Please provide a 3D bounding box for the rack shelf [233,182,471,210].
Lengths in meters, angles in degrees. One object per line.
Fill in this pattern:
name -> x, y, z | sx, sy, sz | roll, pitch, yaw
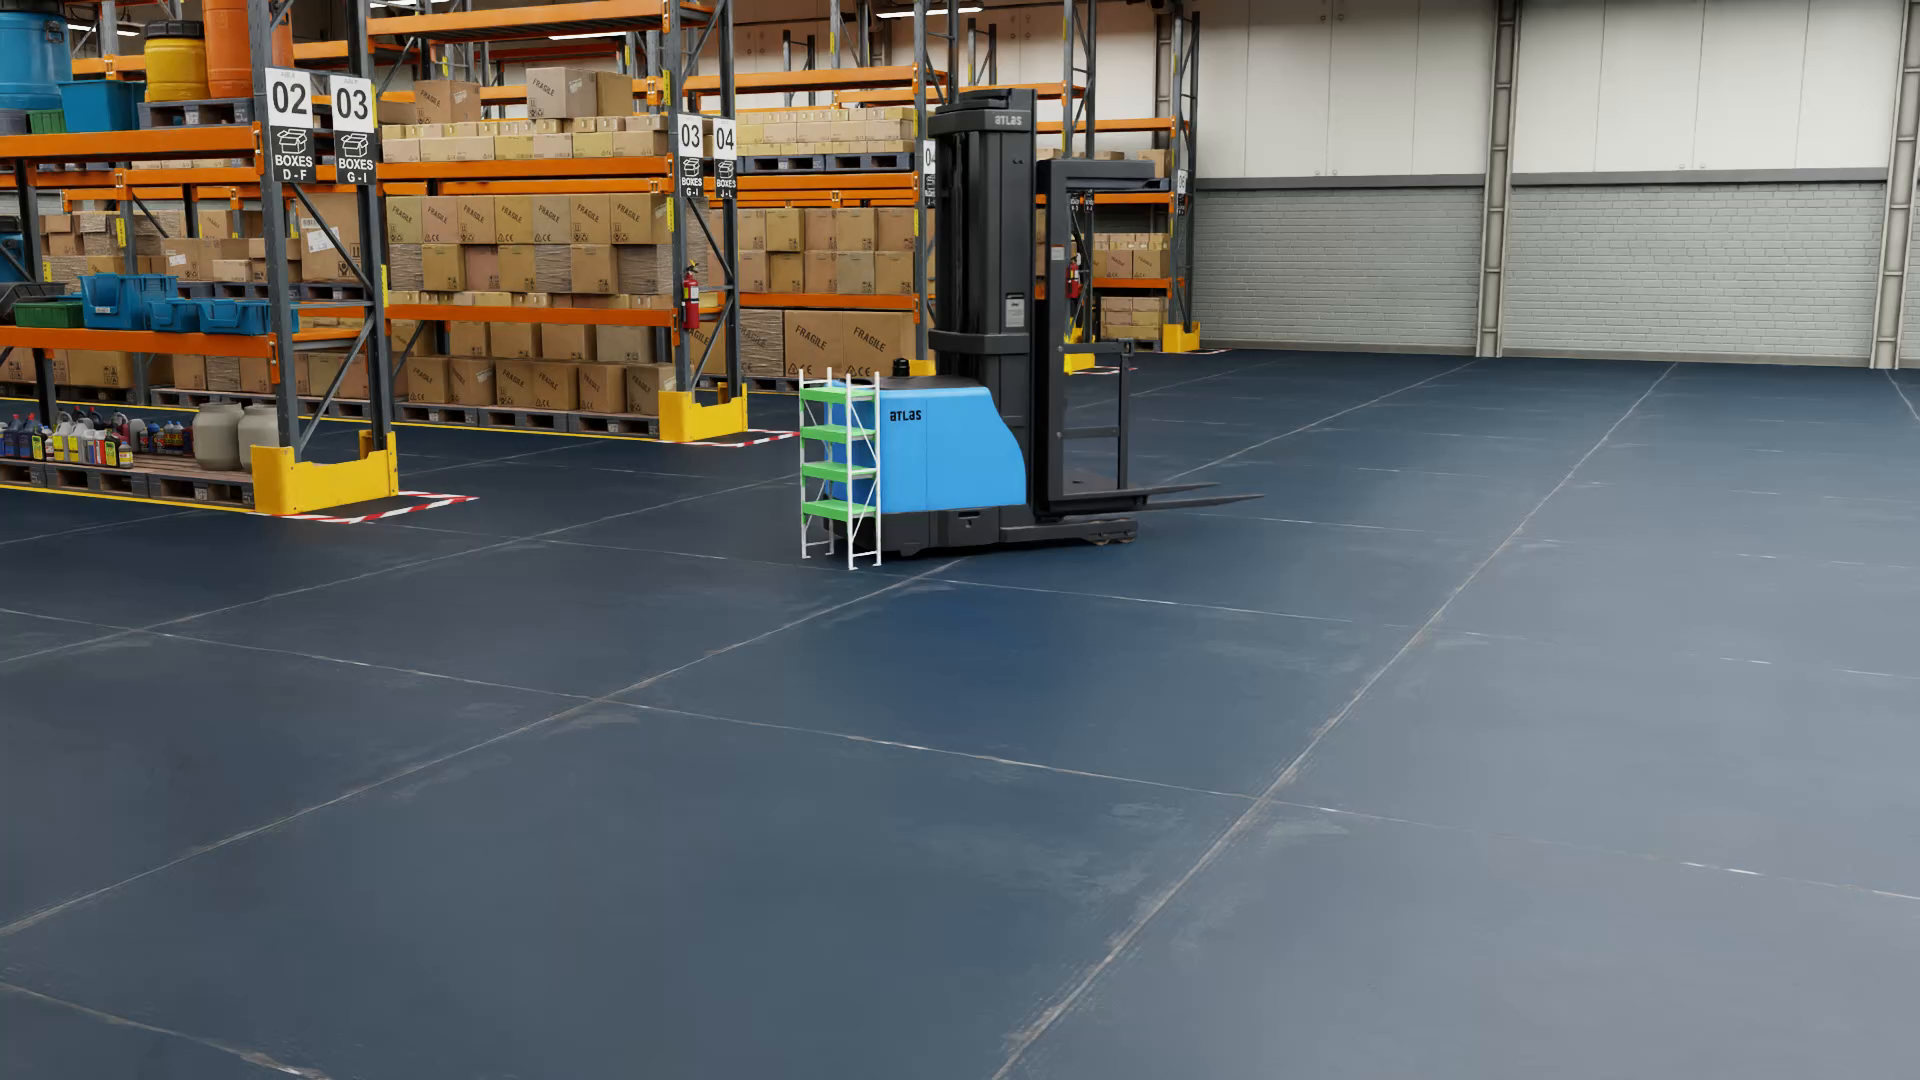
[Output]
rack shelf -> -9.257, -5.247, 25.399 | 4.000, 0.370, 1.077 | 5, 11, 26

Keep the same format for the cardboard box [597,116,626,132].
cardboard box -> -3.437, -4.167, 16.710 | 0.250, 0.149, 0.380 | 4, 11, 23

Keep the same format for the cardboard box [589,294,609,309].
cardboard box -> -3.609, -2.473, 17.174 | 0.250, 0.149, 0.380 | 5, 11, 26

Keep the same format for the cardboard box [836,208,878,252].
cardboard box -> -1.138, -4.007, 21.492 | 0.550, 0.550, 0.875 | 5, 11, 26

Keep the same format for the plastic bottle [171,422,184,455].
plastic bottle -> -6.561, -0.856, 13.962 | 0.097, 0.271, 0.097 | 0, 10, 0

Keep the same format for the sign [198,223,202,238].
sign -> -9.517, -3.802, 20.785 | 0.005, 0.325, 0.100 | 5, 11, 26

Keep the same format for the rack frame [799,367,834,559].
rack frame -> -0.911, -0.488, 10.555 | 0.240, 1.200, 0.015 | -9, 13, -40

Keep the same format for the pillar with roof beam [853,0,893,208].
pillar with roof beam -> -3.507, -7.865, 29.419 | 0.548, 9.000, 9.100 | 5, 11, 26

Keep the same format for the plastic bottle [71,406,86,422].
plastic bottle -> -7.648, -0.986, 14.456 | 0.185, 0.351, 0.144 | 5, 11, 24

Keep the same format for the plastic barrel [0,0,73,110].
plastic barrel -> -7.508, -3.911, 13.409 | 0.708, 0.901, 0.600 | 5, 11, 26

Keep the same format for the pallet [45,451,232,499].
pallet -> -6.671, -0.550, 13.675 | 1.213, 0.211, 1.003 | 5, 11, 26

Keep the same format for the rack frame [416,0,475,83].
rack frame -> -7.463, -6.920, 24.197 | 0.127, 3.000, 1.000 | 5, 11, 26

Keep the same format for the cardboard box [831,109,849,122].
cardboard box -> -1.427, -5.371, 21.066 | 0.250, 0.149, 0.380 | 5, 12, 27

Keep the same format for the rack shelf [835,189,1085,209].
rack shelf -> 0.017, -5.416, 26.328 | 4.000, 0.370, 1.077 | 5, 11, 26

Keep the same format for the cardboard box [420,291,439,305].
cardboard box -> -5.647, -2.643, 18.115 | 0.250, 0.149, 0.380 | 5, 11, 26

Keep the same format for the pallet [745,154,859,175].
pallet -> -2.057, -4.922, 21.832 | 1.213, 0.211, 1.003 | 5, 11, 26

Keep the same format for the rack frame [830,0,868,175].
rack frame -> -1.776, -7.403, 26.867 | 0.127, 3.000, 1.000 | 5, 11, 26

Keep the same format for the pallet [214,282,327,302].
pallet -> -7.955, -2.940, 19.589 | 1.213, 0.211, 1.003 | 5, 11, 26

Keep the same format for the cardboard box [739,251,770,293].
cardboard box -> -2.604, -3.598, 22.267 | 0.550, 0.550, 0.875 | 5, 11, 26

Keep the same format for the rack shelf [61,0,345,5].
rack shelf -> -6.559, -4.321, 12.980 | 4.000, 0.370, 1.077 | 5, 11, 26

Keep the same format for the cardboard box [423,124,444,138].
cardboard box -> -5.502, -4.357, 17.761 | 0.250, 0.149, 0.380 | 5, 11, 26

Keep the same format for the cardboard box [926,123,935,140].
cardboard box -> -0.608, -5.221, 21.358 | 0.500, 0.250, 0.500 | 5, 11, 26

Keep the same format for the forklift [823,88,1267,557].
forklift -> 0.642, -1.486, 11.211 | 3.031, 2.935, 1.130 | -4, 11, -23

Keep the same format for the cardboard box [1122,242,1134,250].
cardboard box -> 3.121, -5.326, 30.131 | 0.250, 0.149, 0.380 | 5, 12, 27

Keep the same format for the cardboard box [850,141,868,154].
cardboard box -> -1.193, -4.958, 21.024 | 0.250, 0.149, 0.380 | 5, 11, 27

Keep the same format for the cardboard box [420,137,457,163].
cardboard box -> -5.394, -4.153, 17.755 | 0.500, 0.250, 0.500 | 5, 11, 25

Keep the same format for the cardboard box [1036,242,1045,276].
cardboard box -> 1.202, -4.330, 25.618 | 0.500, 0.500, 0.500 | 5, 11, 25

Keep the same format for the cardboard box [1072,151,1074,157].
cardboard box -> 1.582, -5.941, 25.679 | 0.250, 0.149, 0.380 | 5, 11, 25

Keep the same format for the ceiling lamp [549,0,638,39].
ceiling lamp -> -6.978, -11.282, 31.908 | 2.000, 3.185, 0.800 | 5, 11, 26

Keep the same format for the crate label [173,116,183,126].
crate label -> -6.298, -3.365, 13.397 | 0.408, 0.251, 0.502 | 5, 11, 26

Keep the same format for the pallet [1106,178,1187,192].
pallet -> 3.381, -6.421, 30.113 | 1.213, 0.211, 1.003 | 5, 11, 26

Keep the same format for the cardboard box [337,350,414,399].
cardboard box -> -6.702, -1.907, 19.126 | 0.500, 0.500, 0.700 | 4, 11, 21

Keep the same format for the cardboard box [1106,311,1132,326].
cardboard box -> 2.984, -4.058, 30.369 | 0.500, 0.250, 0.500 | 5, 11, 25

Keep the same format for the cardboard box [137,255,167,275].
cardboard box -> -10.064, -3.315, 20.841 | 0.500, 0.500, 0.500 | 5, 12, 27

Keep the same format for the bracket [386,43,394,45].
bracket -> -12.893, -11.245, 37.990 | 0.430, 0.232, 0.235 | 5, 11, 26

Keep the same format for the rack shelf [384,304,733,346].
rack shelf -> -4.368, -2.357, 17.850 | 4.000, 0.370, 1.077 | 5, 11, 26

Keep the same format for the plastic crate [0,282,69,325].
plastic crate -> -7.940, -1.985, 13.951 | 0.504, 0.338, 0.767 | 5, 11, 26

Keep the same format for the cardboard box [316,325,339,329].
cardboard box -> -9.554, -3.078, 25.657 | 0.500, 0.500, 0.500 | 5, 12, 27

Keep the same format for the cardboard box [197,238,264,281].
cardboard box -> -8.702, -3.375, 19.997 | 0.500, 0.500, 0.700 | 7, 12, 34

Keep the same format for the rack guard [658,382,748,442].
rack guard -> -2.642, -1.329, 17.171 | 0.348, 0.500, 1.175 | 5, 11, 26

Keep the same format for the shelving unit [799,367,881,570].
shelving unit -> -0.751, -0.455, 10.374 | 0.258, 1.200, 0.503 | -9, 13, -40

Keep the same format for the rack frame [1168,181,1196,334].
rack frame -> 4.004, -4.929, 30.042 | 0.127, 3.000, 1.000 | 5, 11, 26

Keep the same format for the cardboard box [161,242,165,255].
cardboard box -> -12.520, -4.552, 26.843 | 0.500, 0.500, 0.500 | 5, 11, 26

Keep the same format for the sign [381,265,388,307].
sign -> -4.518, -1.986, 13.003 | 0.005, 0.325, 0.100 | 5, 11, 26

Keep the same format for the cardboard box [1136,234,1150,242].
cardboard box -> 3.354, -5.453, 29.999 | 0.250, 0.149, 0.380 | 5, 11, 26

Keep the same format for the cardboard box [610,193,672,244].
cardboard box -> -3.177, -3.245, 16.812 | 0.500, 0.500, 0.500 | 5, 11, 26

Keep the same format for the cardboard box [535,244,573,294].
cardboard box -> -3.986, -2.863, 17.511 | 0.500, 0.500, 0.875 | 5, 11, 26

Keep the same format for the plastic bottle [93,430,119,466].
plastic bottle -> -6.820, -0.737, 13.294 | 0.135, 0.276, 0.152 | 5, 11, 26

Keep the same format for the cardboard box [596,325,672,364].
cardboard box -> -4.472, -2.787, 23.343 | 0.750, 0.750, 1.050 | 5, 11, 26
